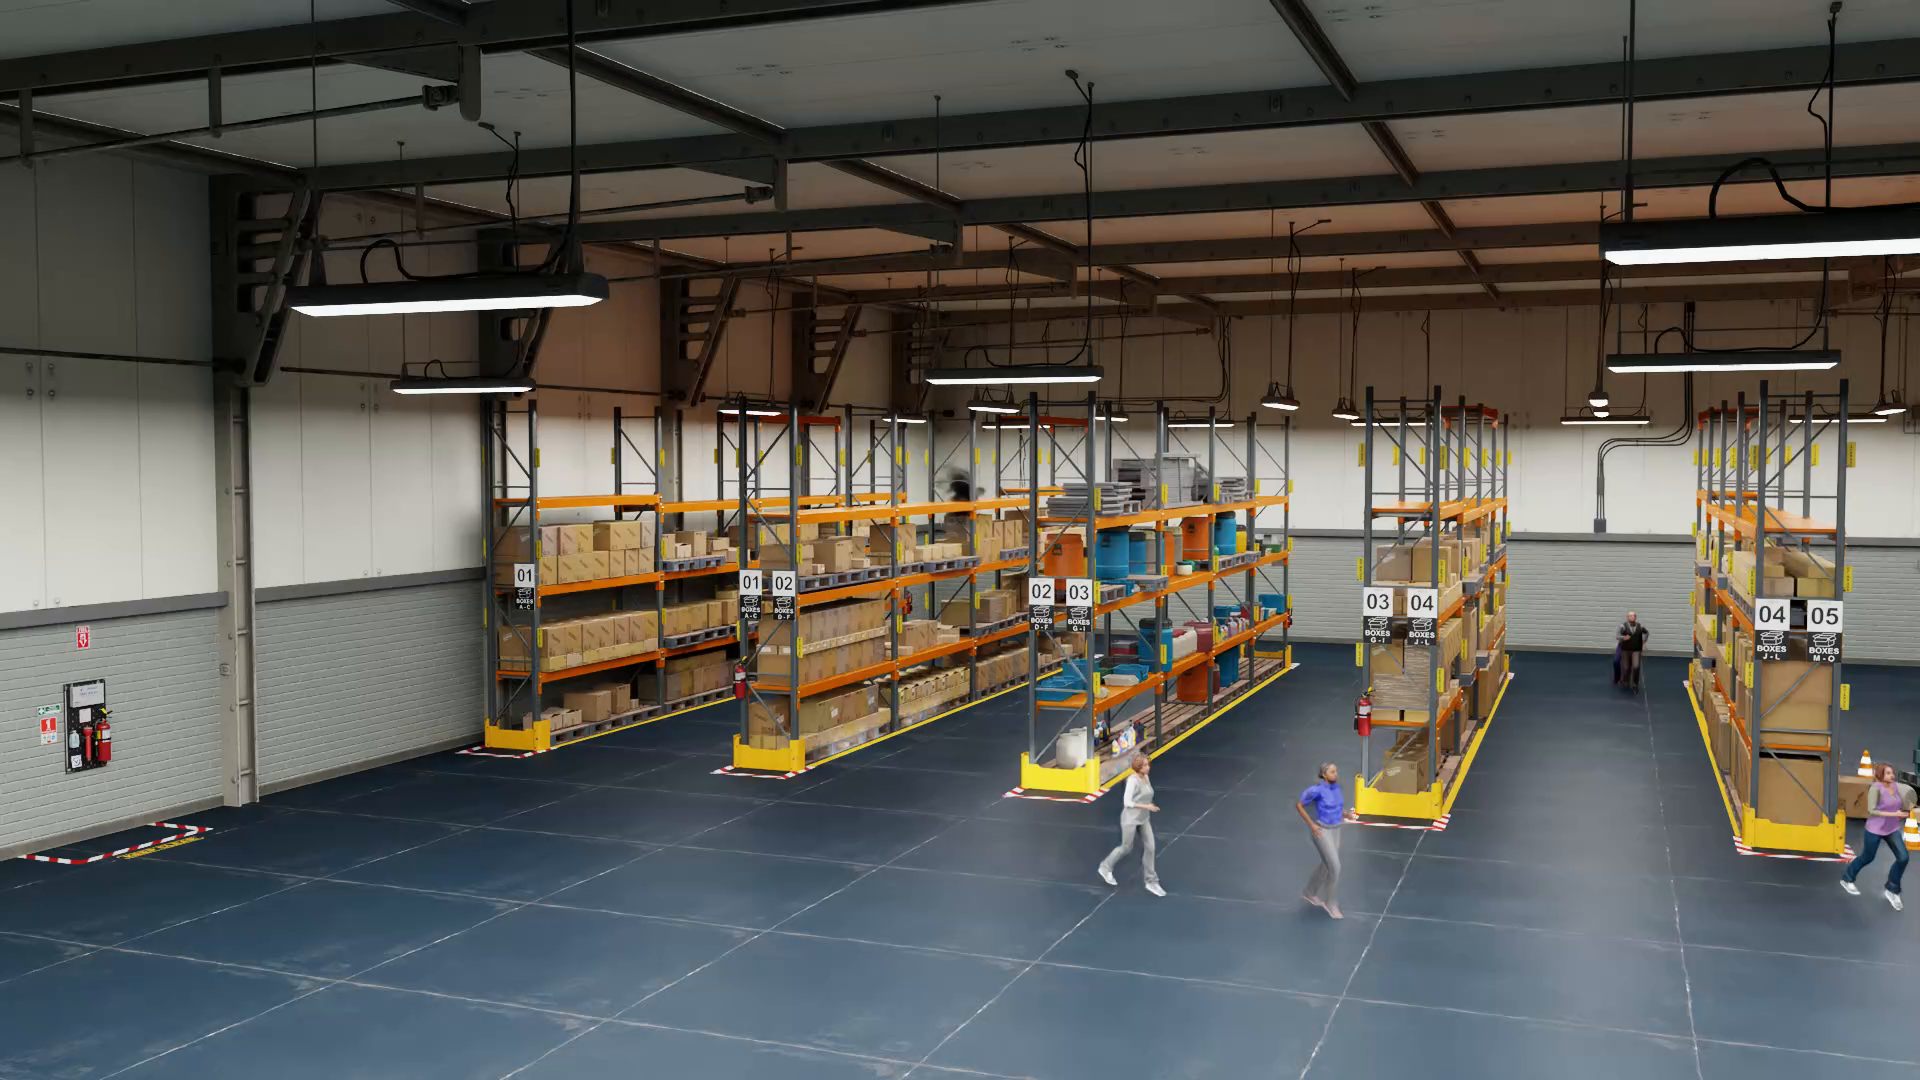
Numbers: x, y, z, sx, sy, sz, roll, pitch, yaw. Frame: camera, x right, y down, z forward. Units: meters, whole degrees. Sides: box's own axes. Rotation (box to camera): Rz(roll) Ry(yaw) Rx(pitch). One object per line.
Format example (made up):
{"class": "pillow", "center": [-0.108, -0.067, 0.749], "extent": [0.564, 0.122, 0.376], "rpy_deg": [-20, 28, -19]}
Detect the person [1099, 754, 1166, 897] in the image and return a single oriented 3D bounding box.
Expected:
{"class": "person", "center": [1.979, 3.255, 19.130], "extent": [0.842, 1.616, 0.509], "rpy_deg": [2, 4, 41]}

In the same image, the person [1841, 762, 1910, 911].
{"class": "person", "center": [10.305, 3.284, 18.616], "extent": [0.545, 1.625, 0.834], "rpy_deg": [-1, 3, -15]}

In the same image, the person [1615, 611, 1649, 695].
{"class": "person", "center": [14.287, 2.398, 35.372], "extent": [0.652, 1.753, 0.759], "rpy_deg": [1, 3, 24]}

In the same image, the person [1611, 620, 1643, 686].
{"class": "person", "center": [14.643, 2.412, 36.409], "extent": [0.653, 1.653, 0.640], "rpy_deg": [3, 4, 42]}

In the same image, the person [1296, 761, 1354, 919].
{"class": "person", "center": [4.027, 3.291, 18.273], "extent": [0.564, 1.725, 0.665], "rpy_deg": [-3, 4, -42]}
